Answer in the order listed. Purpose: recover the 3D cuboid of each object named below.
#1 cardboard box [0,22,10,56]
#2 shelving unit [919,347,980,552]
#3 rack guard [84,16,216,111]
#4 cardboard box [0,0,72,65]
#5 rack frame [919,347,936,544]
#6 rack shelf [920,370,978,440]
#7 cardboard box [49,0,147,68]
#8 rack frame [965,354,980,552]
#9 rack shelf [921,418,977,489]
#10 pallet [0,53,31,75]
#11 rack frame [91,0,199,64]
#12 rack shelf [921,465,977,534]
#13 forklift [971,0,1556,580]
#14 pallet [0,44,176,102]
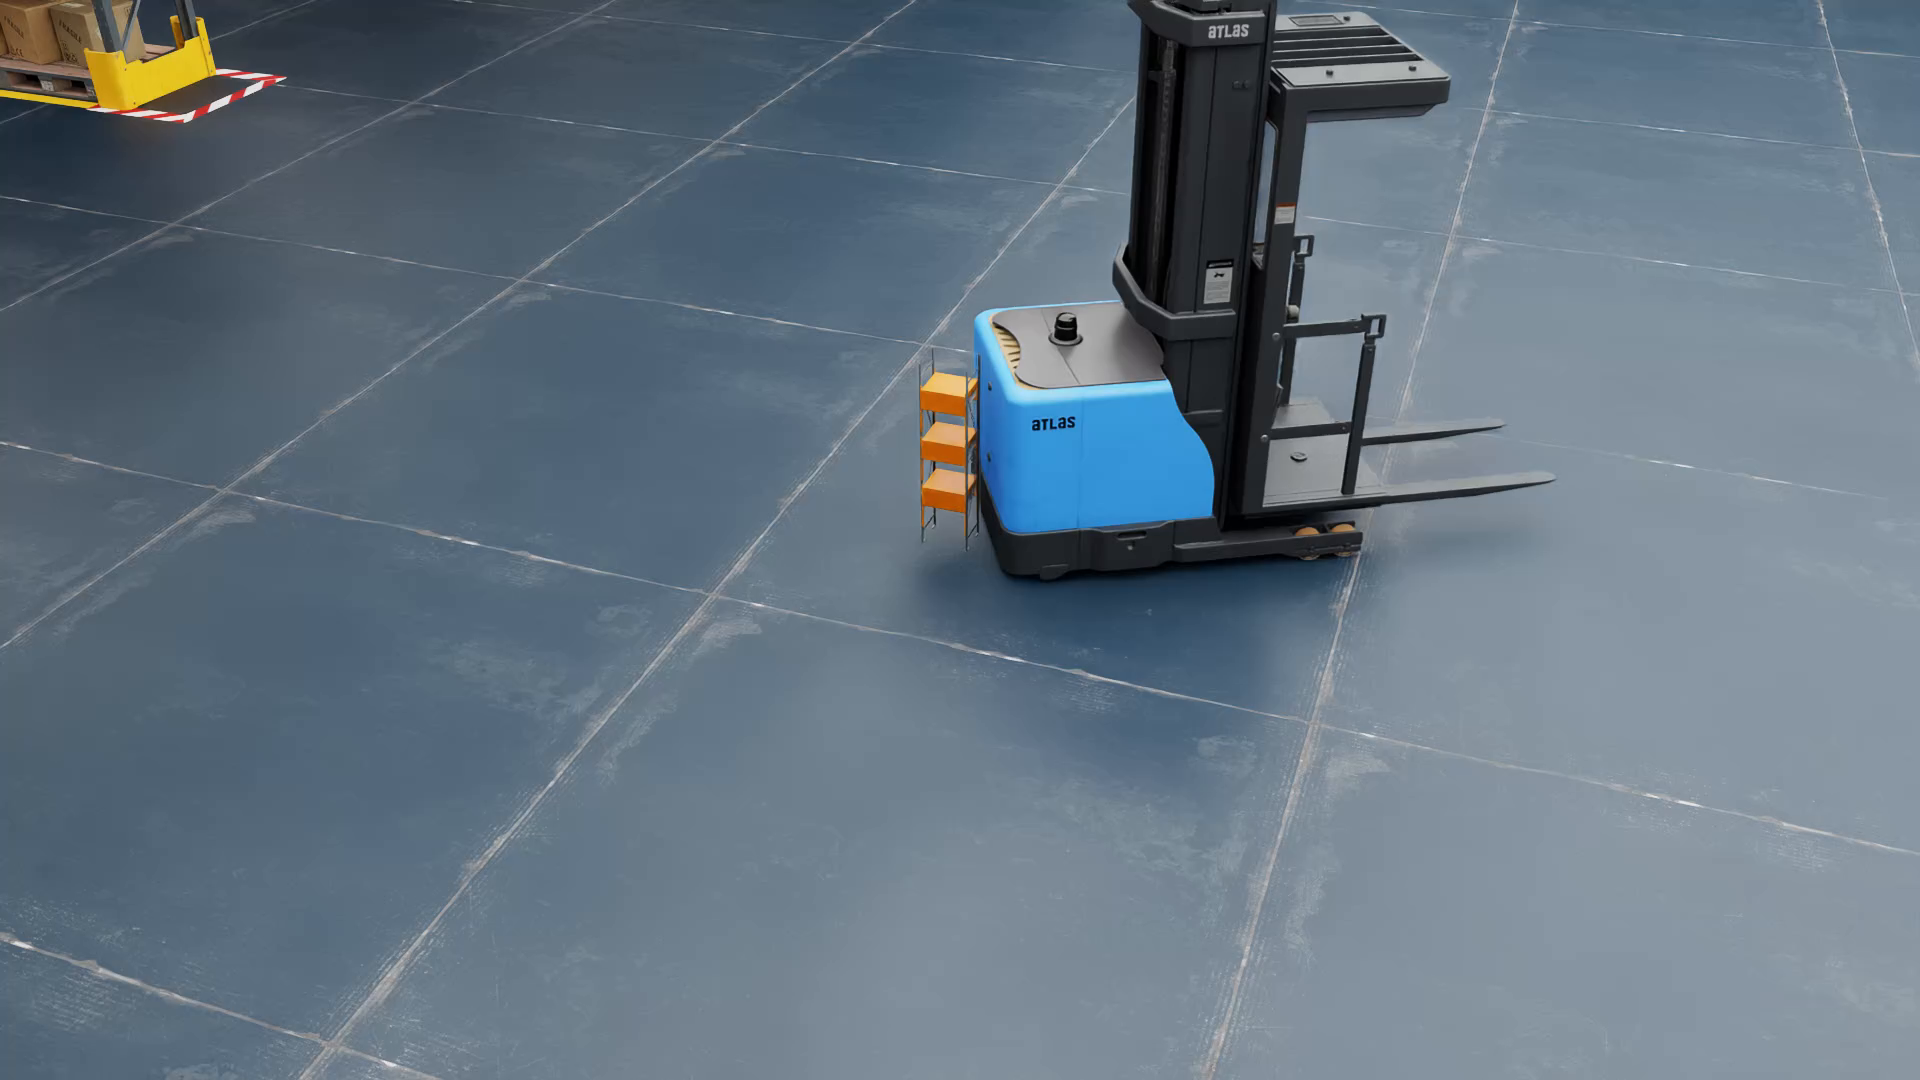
[{"bbox_3d":[-8.926,-4.798,15.334,0.500,0.500,0.500,14,35,21],"label":"cardboard box"},{"bbox_3d":[-0.050,-0.451,8.480,0.252,1.050,0.215,11,34,16],"label":"shelving unit"},{"bbox_3d":[-7.258,-4.297,14.944,0.348,0.500,1.175,11,34,16],"label":"rack guard"},{"bbox_3d":[-8.343,-4.674,15.141,0.500,0.500,0.500,21,38,29],"label":"cardboard box"},{"bbox_3d":[-0.165,-0.473,8.515,0.008,1.050,0.200,11,34,16],"label":"rack frame"},{"bbox_3d":[-0.050,-0.680,8.332,0.240,0.259,0.215,11,34,16],"label":"rack shelf"},{"bbox_3d":[-7.769,-4.582,14.999,0.500,0.500,0.500,18,37,25],"label":"cardboard box"},{"bbox_3d":[0.064,-0.429,8.446,0.008,1.050,0.200,11,34,16],"label":"rack frame"},{"bbox_3d":[-0.050,-0.442,8.486,0.240,0.259,0.215,11,34,16],"label":"rack shelf"},{"bbox_3d":[-9.156,-4.566,15.628,1.213,0.211,1.003,11,34,16],"label":"pallet"},{"bbox_3d":[-7.187,-5.333,14.244,0.127,3.000,1.000,11,34,16],"label":"rack frame"},{"bbox_3d":[-0.050,-0.208,8.637,0.240,0.259,0.215,11,34,16],"label":"rack shelf"},{"bbox_3d":[1.625,-1.405,8.224,3.031,2.935,1.130,-5,33,-8],"label":"forklift"},{"bbox_3d":[-8.011,-4.342,15.281,1.213,0.211,1.003,11,34,16],"label":"pallet"}]
